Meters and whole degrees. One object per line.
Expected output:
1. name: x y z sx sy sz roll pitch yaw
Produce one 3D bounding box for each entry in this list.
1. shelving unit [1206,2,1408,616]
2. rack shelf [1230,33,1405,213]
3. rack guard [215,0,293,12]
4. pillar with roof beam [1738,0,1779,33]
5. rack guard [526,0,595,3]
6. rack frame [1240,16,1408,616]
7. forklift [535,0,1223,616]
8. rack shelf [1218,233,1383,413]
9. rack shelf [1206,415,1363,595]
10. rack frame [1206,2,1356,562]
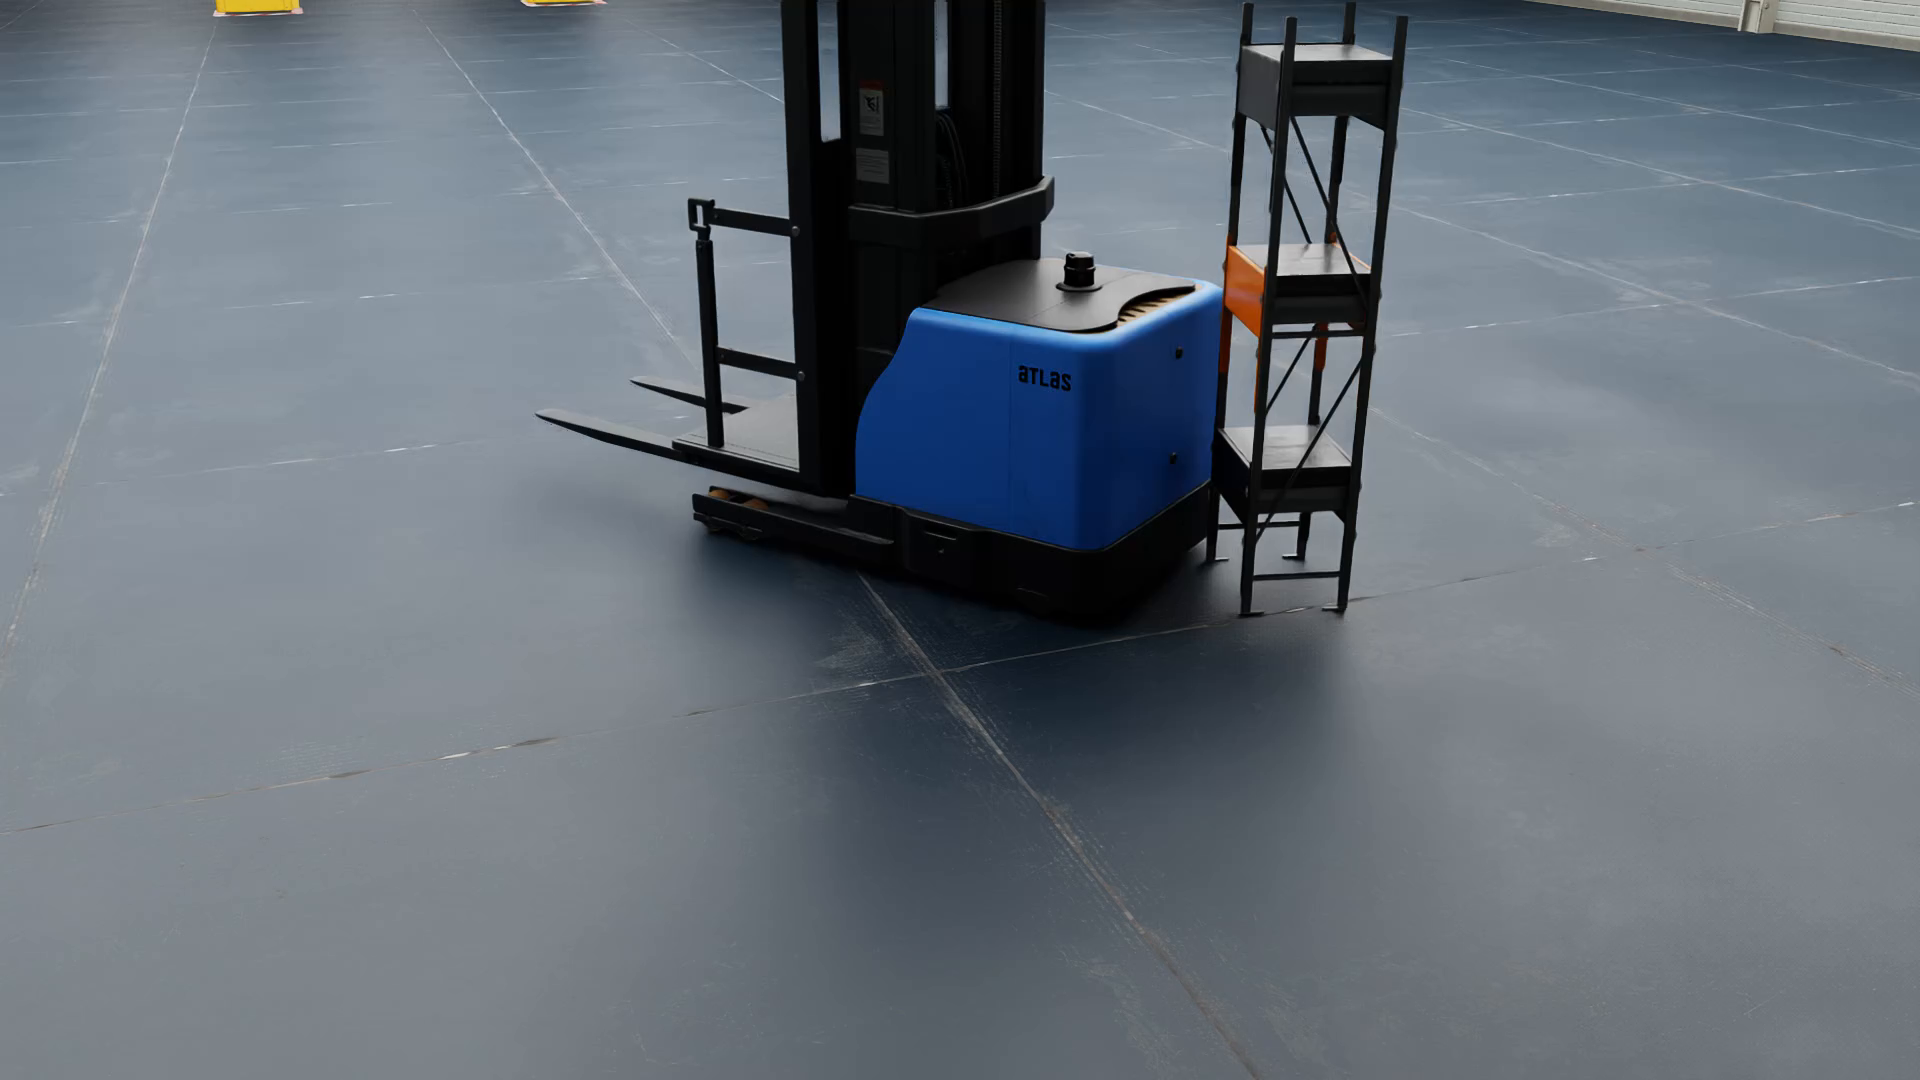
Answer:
1. shelving unit: 1.200 -0.796 5.931 0.431 2.100 0.503 -3 23 -7
2. rack shelf: 1.203 -1.428 5.663 0.431 0.518 0.480 -3 23 -7
3. rack guard: -11.699 -9.025 27.520 1.175 0.500 0.348 -8 24 -19
4. pillar with roof beam: 7.728 -11.068 21.424 9.100 9.000 0.400 -8 24 -19
5. rack guard: -7.022 -9.712 29.148 1.175 0.500 0.348 -8 24 -19
6. rack frame: 1.230 -0.701 5.708 0.400 2.100 0.015 -3 23 -7
7. forklift: -0.490 -1.501 6.538 3.031 2.935 1.130 15 27 31
8. rack shelf: 1.200 -0.783 5.936 0.431 0.518 0.480 -3 23 -7
9. rack shelf: 1.198 -0.139 6.210 0.431 0.518 0.480 -3 23 -7
10. rack frame: 1.170 -0.890 6.154 0.400 2.100 0.015 -3 23 -7
